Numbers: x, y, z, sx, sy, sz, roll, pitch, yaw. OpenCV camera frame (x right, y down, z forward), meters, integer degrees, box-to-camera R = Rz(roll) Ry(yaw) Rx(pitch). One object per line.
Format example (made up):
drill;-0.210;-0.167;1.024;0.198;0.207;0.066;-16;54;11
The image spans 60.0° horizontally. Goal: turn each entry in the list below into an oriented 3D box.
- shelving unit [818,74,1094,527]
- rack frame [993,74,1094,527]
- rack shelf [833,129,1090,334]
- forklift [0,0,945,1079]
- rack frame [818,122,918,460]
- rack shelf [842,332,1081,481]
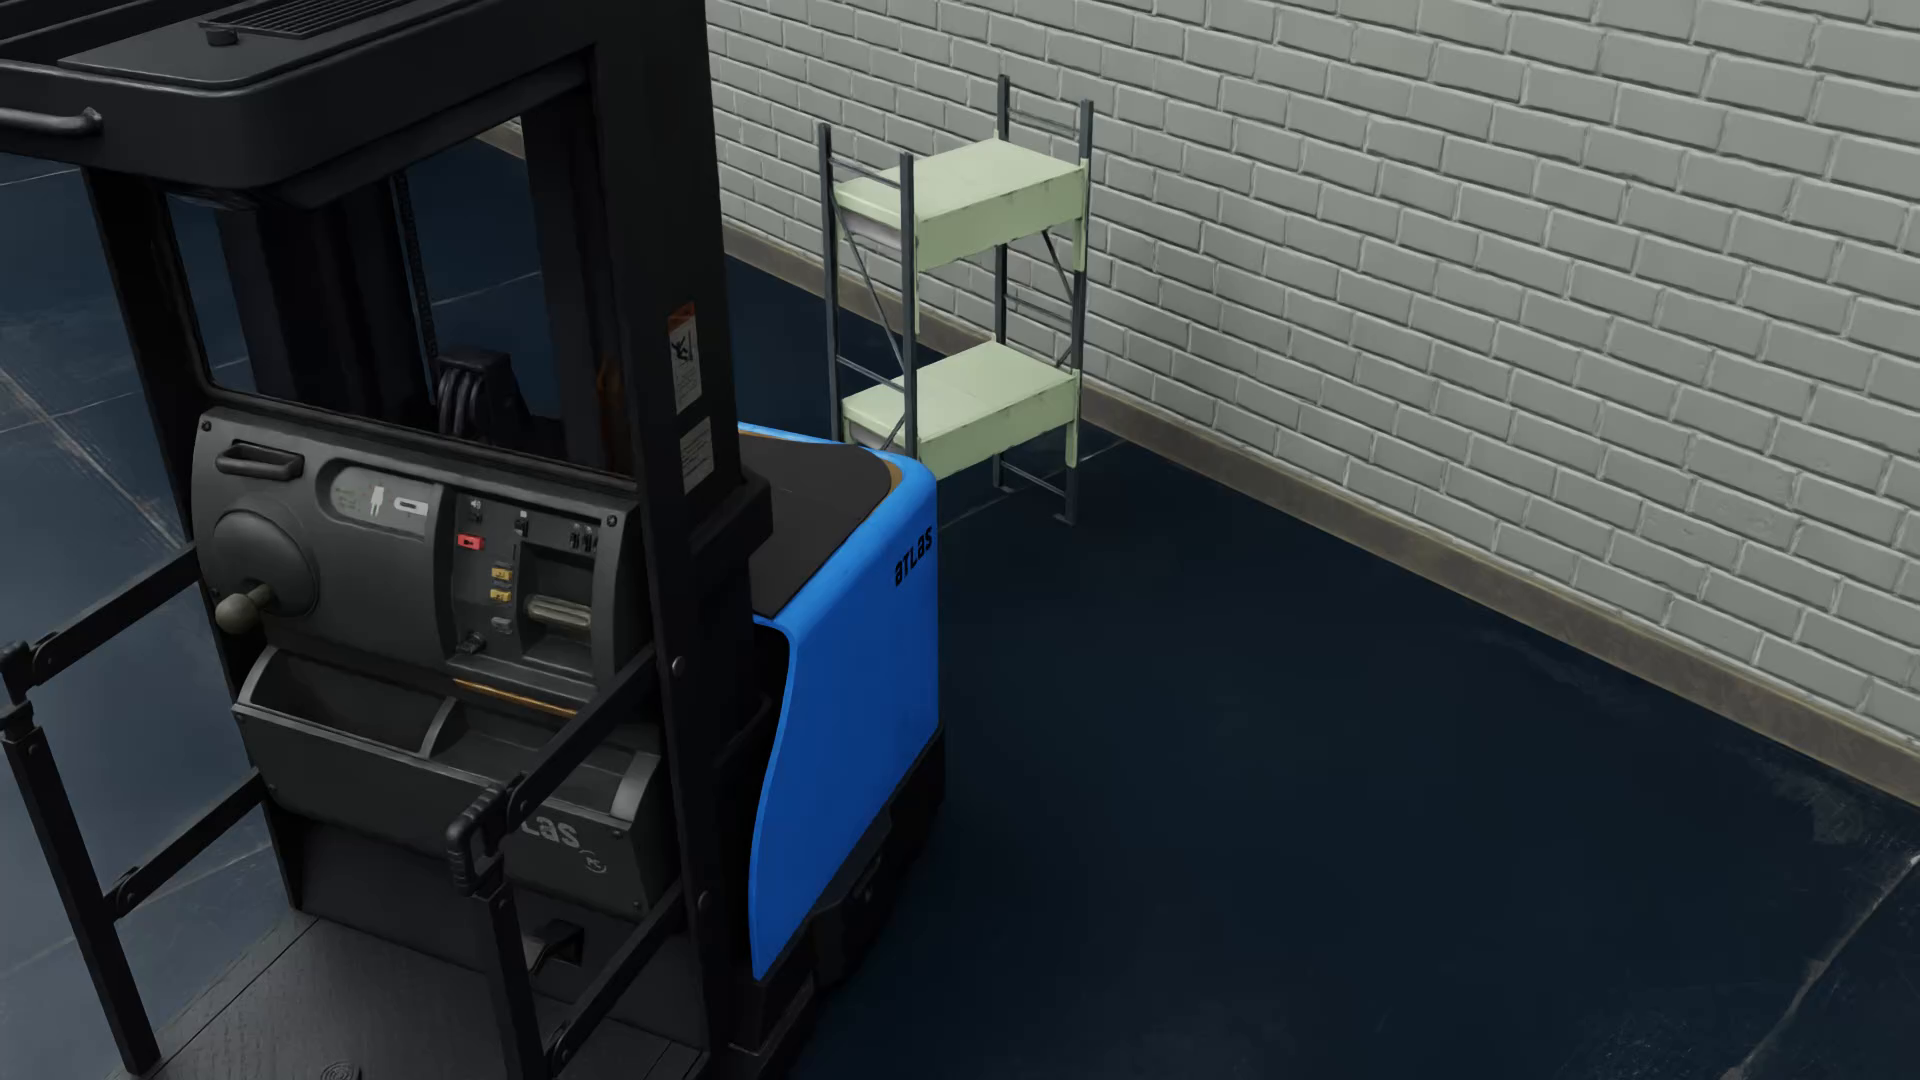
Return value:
shelving unit;-0.005;-0.637;5.355;0.755;1.500;0.431;-26;40;-35
rack frame;0.264;-0.767;5.567;0.023;1.500;0.400;-26;40;-35
rack shelf;-0.005;-0.970;5.151;0.720;0.370;0.431;-26;40;-35
forklift;-1.080;0.083;2.805;1.130;2.935;3.031;12;34;19
rack frame;-0.273;-0.508;5.143;0.023;1.500;0.400;-26;40;-35
rack shelf;-0.005;-0.359;5.525;0.720;0.370;0.431;-26;40;-35
